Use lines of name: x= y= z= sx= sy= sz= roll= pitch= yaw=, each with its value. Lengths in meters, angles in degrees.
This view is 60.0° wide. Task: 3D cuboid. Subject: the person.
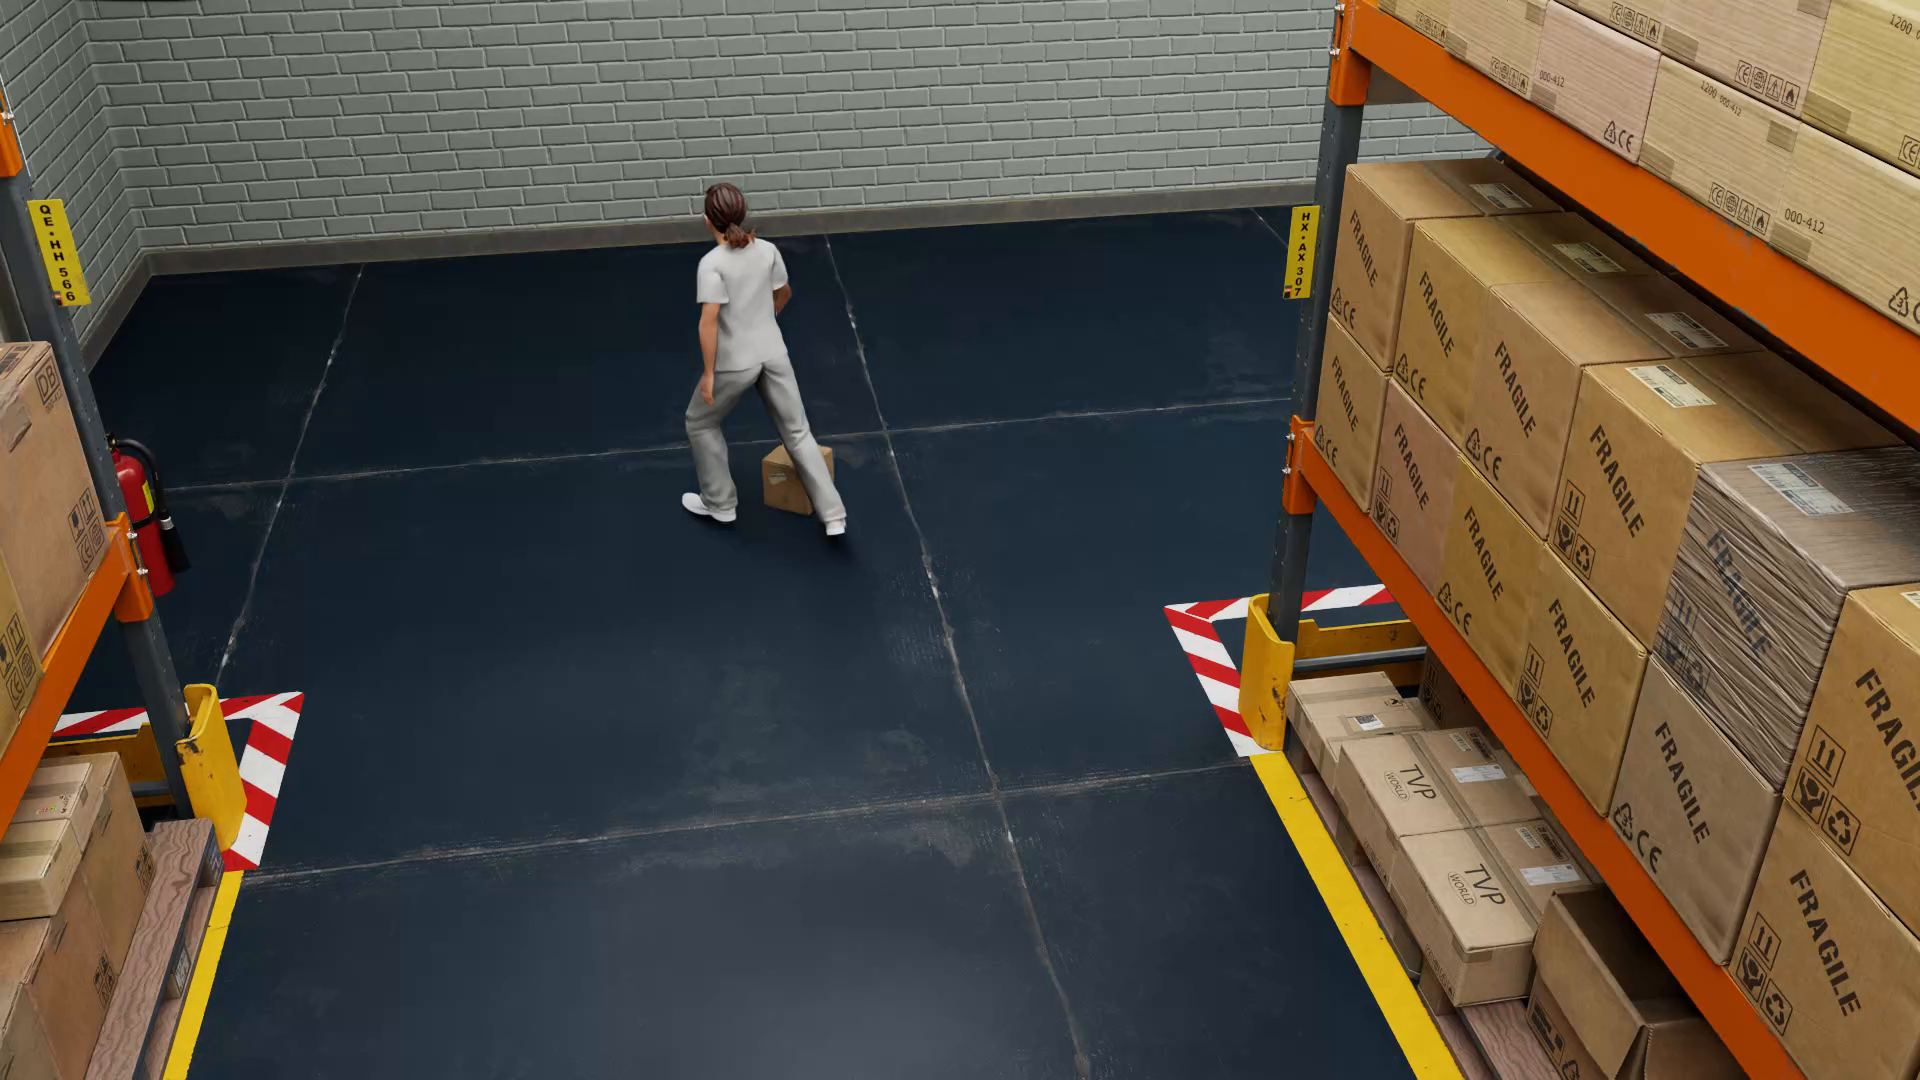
person: x=-0.898 y=-0.762 z=7.449 sx=0.563 sy=1.607 sz=0.833 roll=-22 pitch=37 yaw=-32
